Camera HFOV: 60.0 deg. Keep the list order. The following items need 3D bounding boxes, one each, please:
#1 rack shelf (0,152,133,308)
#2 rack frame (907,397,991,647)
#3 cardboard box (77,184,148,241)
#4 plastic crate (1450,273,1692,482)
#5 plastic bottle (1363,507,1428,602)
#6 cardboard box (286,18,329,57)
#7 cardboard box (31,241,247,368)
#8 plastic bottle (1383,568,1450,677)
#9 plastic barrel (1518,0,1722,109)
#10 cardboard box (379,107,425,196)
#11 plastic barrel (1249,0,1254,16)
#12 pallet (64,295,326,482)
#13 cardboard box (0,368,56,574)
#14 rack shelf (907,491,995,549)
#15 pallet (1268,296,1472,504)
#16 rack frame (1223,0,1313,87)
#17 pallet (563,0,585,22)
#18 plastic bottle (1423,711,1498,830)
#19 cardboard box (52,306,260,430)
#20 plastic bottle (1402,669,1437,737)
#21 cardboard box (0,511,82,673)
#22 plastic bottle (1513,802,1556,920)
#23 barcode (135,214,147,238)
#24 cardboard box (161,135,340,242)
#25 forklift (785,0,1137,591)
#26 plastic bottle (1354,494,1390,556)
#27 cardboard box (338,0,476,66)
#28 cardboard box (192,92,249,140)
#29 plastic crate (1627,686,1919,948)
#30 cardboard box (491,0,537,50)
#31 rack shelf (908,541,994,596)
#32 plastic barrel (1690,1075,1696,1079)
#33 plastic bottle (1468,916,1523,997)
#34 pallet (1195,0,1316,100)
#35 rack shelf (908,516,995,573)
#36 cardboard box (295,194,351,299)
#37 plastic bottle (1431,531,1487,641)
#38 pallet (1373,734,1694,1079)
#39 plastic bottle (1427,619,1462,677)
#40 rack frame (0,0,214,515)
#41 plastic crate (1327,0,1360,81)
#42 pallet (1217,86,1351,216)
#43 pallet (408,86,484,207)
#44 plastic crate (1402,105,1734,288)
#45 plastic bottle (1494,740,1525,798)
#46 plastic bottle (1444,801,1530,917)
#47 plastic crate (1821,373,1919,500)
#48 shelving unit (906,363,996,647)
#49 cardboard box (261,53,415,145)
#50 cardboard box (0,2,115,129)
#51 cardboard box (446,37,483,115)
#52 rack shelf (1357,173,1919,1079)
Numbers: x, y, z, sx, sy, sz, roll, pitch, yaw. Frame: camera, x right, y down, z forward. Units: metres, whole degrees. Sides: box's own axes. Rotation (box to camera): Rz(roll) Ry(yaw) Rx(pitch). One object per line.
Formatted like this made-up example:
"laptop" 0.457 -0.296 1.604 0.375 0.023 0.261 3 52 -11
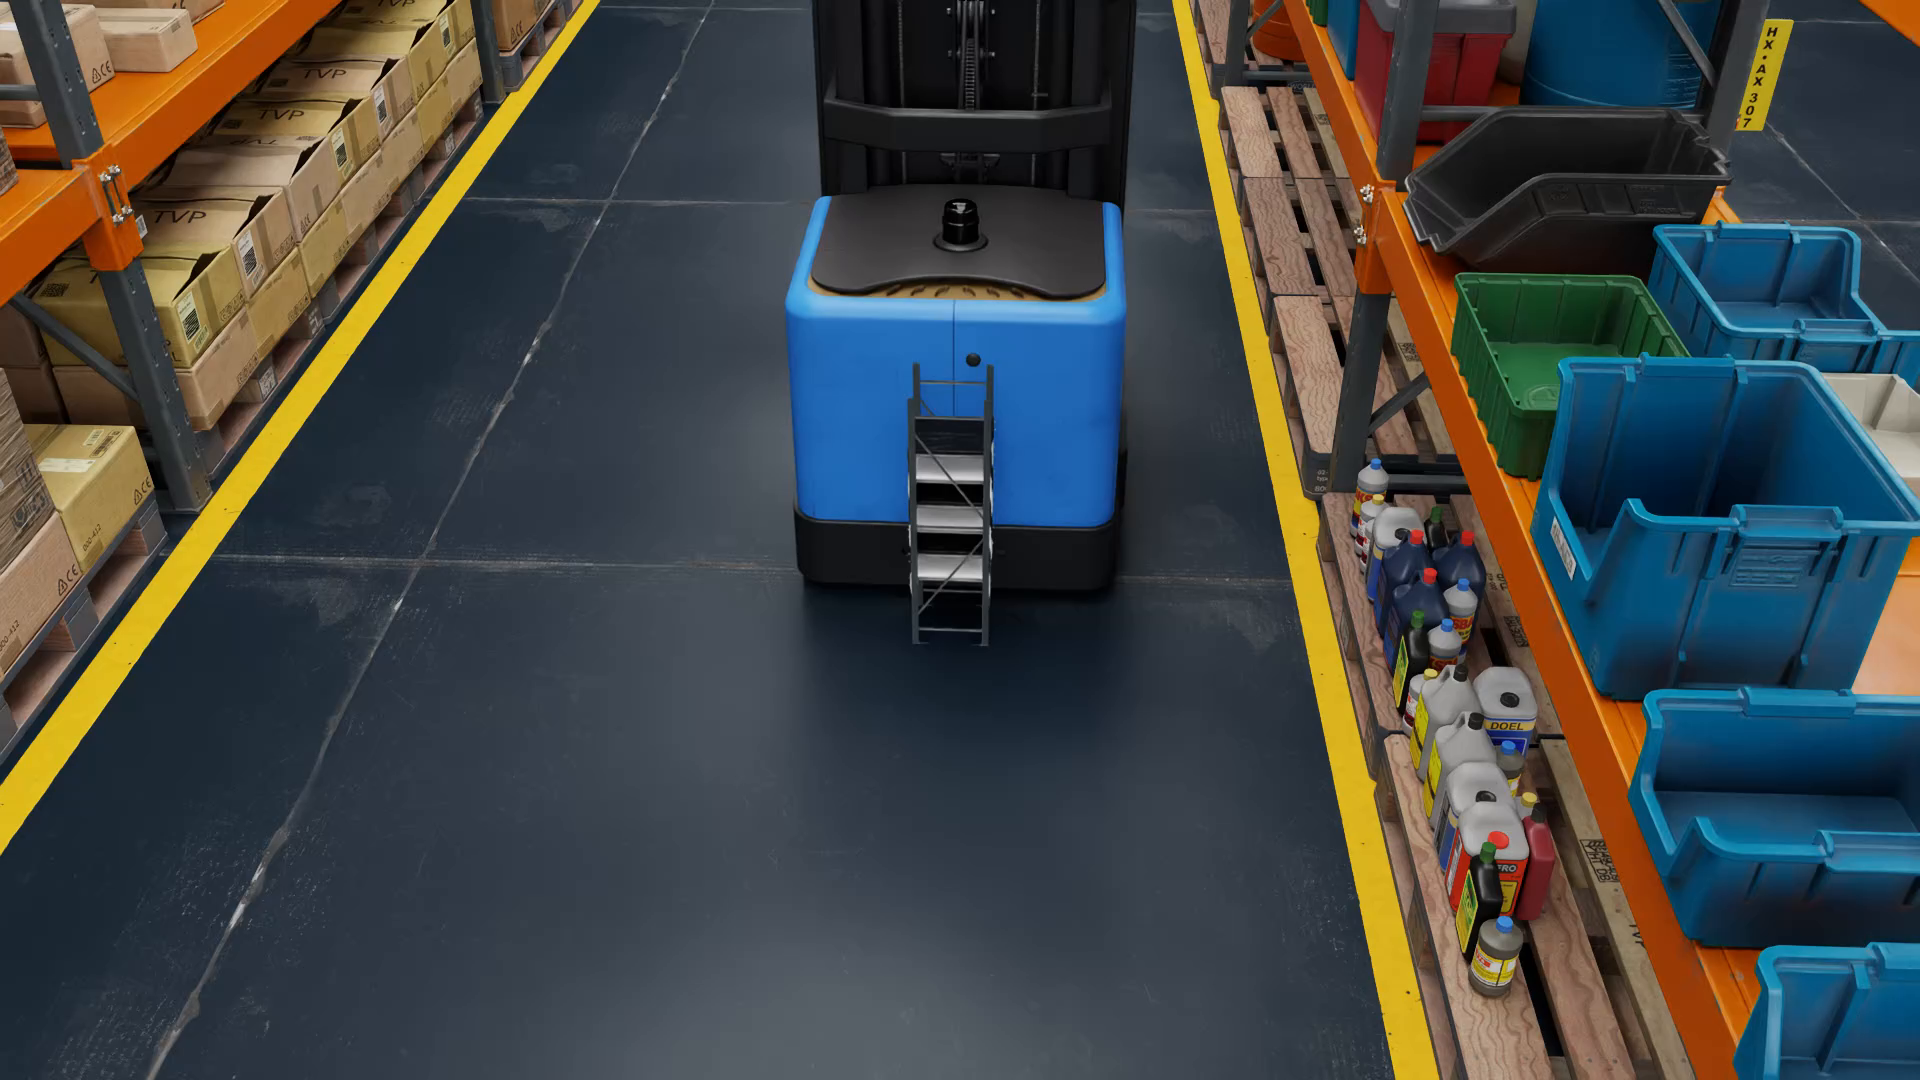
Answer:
"rack shelf" -3.264 0.079 3.654 1.077 0.370 4.000 1 35 2
"rack frame" -0.031 -0.035 5.017 0.240 0.900 0.006 2 35 2
"cardboard box" -3.439 -1.179 6.357 0.500 0.311 0.500 2 35 3
"plastic crate" 1.429 -0.388 3.877 0.450 0.188 0.662 1 35 2
"plastic bottle" 1.329 0.046 5.062 0.152 0.276 0.135 3 35 4
"cardboard box" -3.350 -2.343 8.013 0.500 0.311 0.500 1 35 1
"cardboard box" -2.918 -0.872 5.921 0.500 0.311 0.500 1 35 2
"plastic bottle" 1.311 0.219 4.751 0.144 0.351 0.185 0 35 0
"plastic barrel" 2.084 -1.668 5.079 0.600 0.901 0.708 1 35 2
"cardboard box" -2.841 -1.816 7.752 0.500 0.250 0.500 2 35 3
"plastic barrel" 1.862 -3.308 9.646 0.421 0.512 0.421 0 35 0
"pallet" -3.193 -0.648 6.488 1.003 0.211 1.213 1 35 2
"cardboard box" -3.016 -0.160 4.742 0.500 0.500 0.500 1 35 2
"rack shelf" -0.026 -0.066 5.119 0.258 0.077 0.200 2 35 2
"pallet" 1.758 -0.559 6.362 1.003 0.211 1.213 1 35 2
"rack frame" 1.926 -3.546 8.187 1.000 3.000 0.127 1 35 2
"pallet" -2.904 -3.649 10.758 1.003 0.211 1.213 1 35 2
"plastic bottle" 1.286 0.570 4.252 0.144 0.351 0.185 3 35 4
"cardboard box" -2.920 -0.637 6.074 0.500 0.250 0.500 1 35 1
"plastic bottle" 1.276 0.442 4.564 0.097 0.201 0.097 0 35 0
"cardboard box" -3.014 0.147 4.958 0.500 0.250 0.500 1 35 2
"plastic bottle" 1.384 0.774 4.019 0.061 0.283 0.133 1 35 2
"barcode" -2.757 -1.051 5.594 0.001 0.075 0.075 1 35 2
"cardboard box" -2.873 -1.457 6.753 0.500 0.311 0.500 0 35 0
"forklift" 0.061 -1.858 5.844 1.130 2.935 3.031 2 35 2
"plastic bottle" 1.311 -0.052 5.266 0.097 0.201 0.097 0 35 0
"cardboard box" -2.798 -2.632 8.425 0.500 0.311 0.500 2 35 3
"cardboard box" -3.393 -1.754 7.176 0.500 0.311 0.500 1 35 1
"plastic crate" 1.358 0.444 2.639 0.499 0.251 0.408 1 35 2
"cardboard box" -2.719 -3.075 9.308 0.500 0.500 0.500 3 35 4
"rack shelf" -0.026 0.081 5.223 0.258 0.077 0.200 2 35 2
"plastic barrel" 1.575 1.228 3.192 0.421 0.512 0.421 0 35 0
"plastic bottle" 1.241 0.950 3.841 0.097 0.201 0.097 0 35 0
"pallet" 1.916 -2.859 9.634 1.003 0.211 1.213 1 35 2
"rack shelf" -0.026 0.008 5.171 0.258 0.077 0.200 2 35 2
"cardboard box" -2.880 -1.229 6.915 0.500 0.250 0.500 0 35 0
"plastic bottle" 1.463 0.113 4.901 0.144 0.351 0.185 1 35 2
"pallet" 1.651 0.981 4.171 1.003 0.211 1.213 1 35 2
"plastic bottle" 1.342 0.336 4.653 0.097 0.271 0.097 0 35 0
"rack frame" -3.184 -1.364 5.083 1.000 3.000 0.127 1 35 2
"plastic crate" 1.499 -1.882 5.833 0.392 0.384 0.575 1 35 2
"pallet" 1.856 -1.961 8.357 1.003 0.211 1.213 1 35 2
"pallet" -3.095 -2.050 8.483 1.003 0.211 1.213 1 35 2
"plastic crate" 1.617 -0.925 4.511 0.767 0.338 0.504 1 35 2
"plastic bottle" 1.409 0.608 4.327 0.097 0.201 0.097 0 35 0
"plastic bottle" 1.278 0.775 4.024 0.152 0.276 0.135 2 35 2
"plastic crate" 1.953 -0.201 3.657 0.530 0.136 0.437 1 35 2
"shelving unit" -0.026 -0.093 5.100 0.258 0.900 0.210 2 35 2
"cardboard box" -2.835 -2.043 7.587 0.500 0.311 0.500 1 35 2
"cardboard box" -3.208 -1.587 5.530 0.500 0.250 0.500 3 35 5
"cardboard box" -2.800 -2.401 8.584 0.500 0.250 0.500 2 35 3
"rack shelf" 1.685 0.196 3.489 1.077 0.370 4.000 1 35 2
